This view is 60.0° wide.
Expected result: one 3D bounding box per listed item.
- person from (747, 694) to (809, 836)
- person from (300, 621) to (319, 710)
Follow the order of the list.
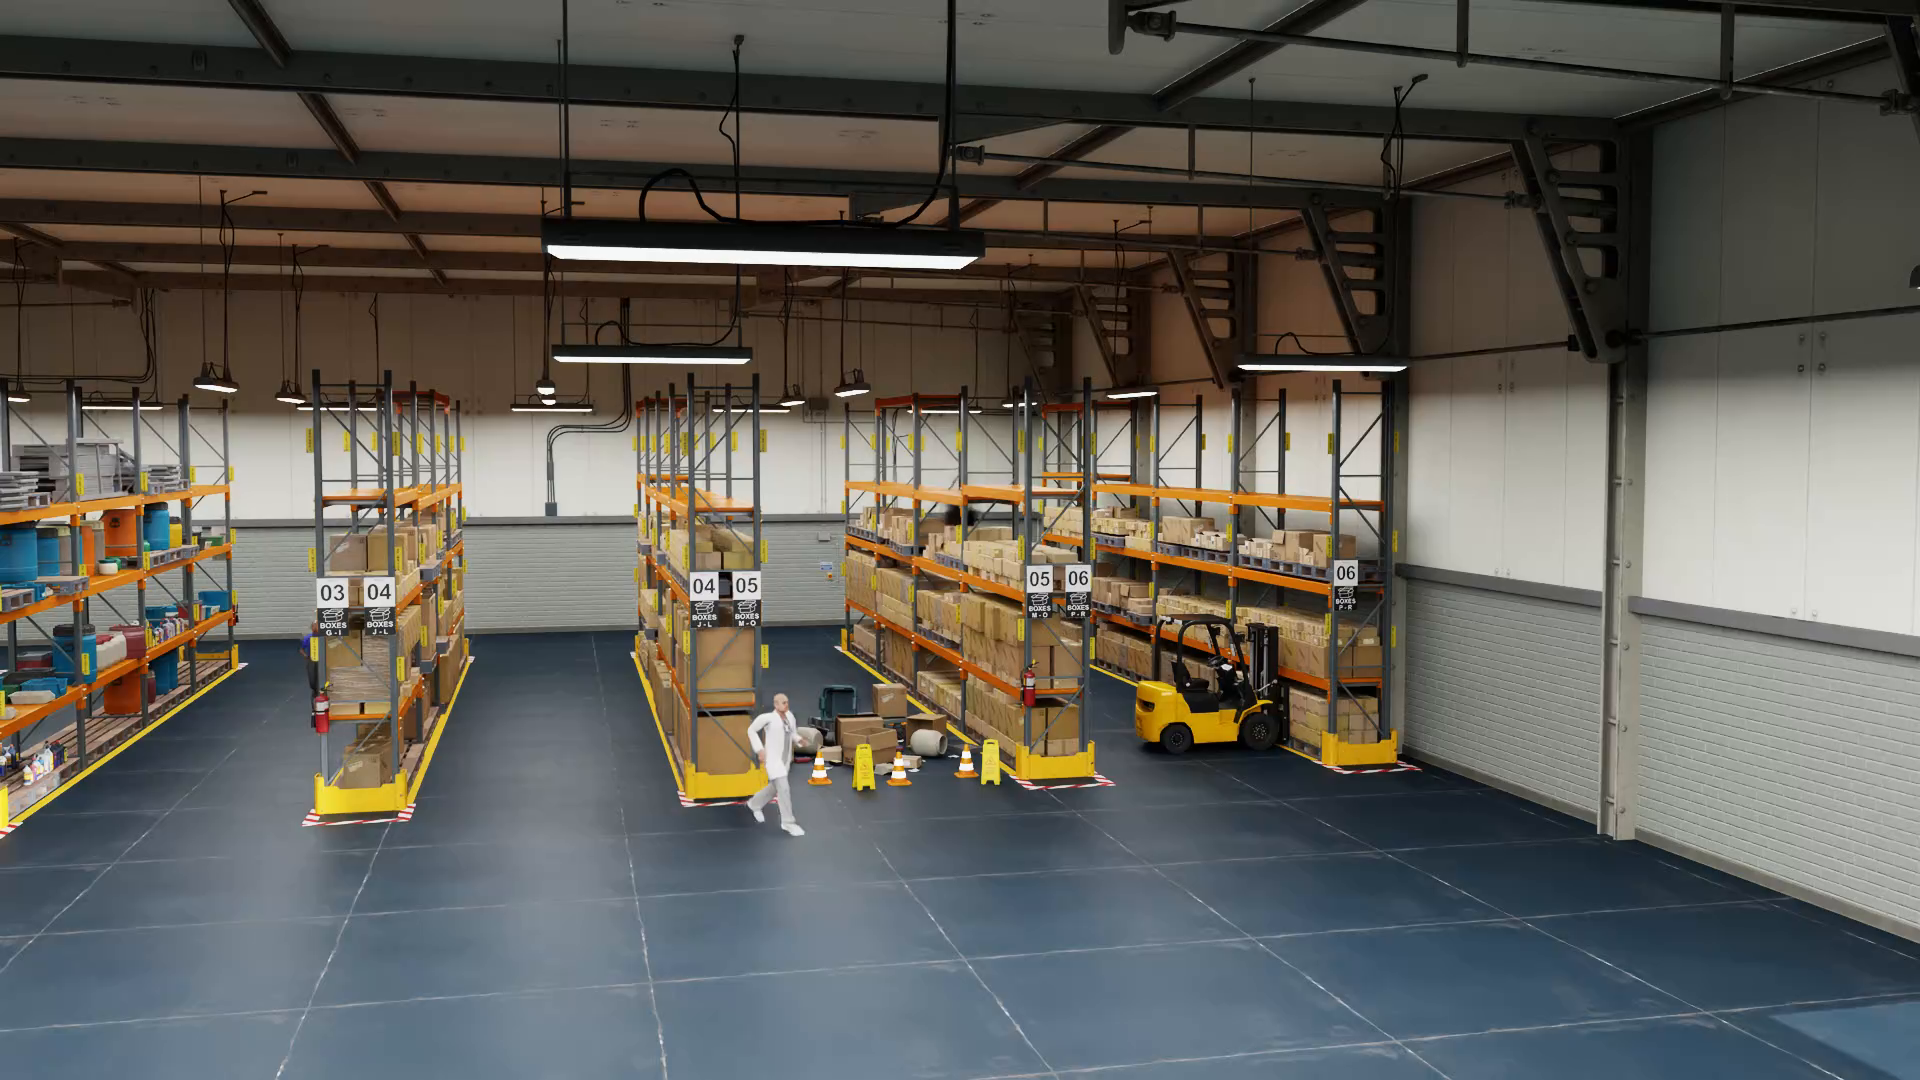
[{"bbox_3d":[-2.399,2.966,21.532,1.071,1.585,0.662,2,4,35],"label":"person"},{"bbox_3d":[-12.216,2.357,31.569,0.587,1.654,0.903,-1,3,-15],"label":"person"}]
